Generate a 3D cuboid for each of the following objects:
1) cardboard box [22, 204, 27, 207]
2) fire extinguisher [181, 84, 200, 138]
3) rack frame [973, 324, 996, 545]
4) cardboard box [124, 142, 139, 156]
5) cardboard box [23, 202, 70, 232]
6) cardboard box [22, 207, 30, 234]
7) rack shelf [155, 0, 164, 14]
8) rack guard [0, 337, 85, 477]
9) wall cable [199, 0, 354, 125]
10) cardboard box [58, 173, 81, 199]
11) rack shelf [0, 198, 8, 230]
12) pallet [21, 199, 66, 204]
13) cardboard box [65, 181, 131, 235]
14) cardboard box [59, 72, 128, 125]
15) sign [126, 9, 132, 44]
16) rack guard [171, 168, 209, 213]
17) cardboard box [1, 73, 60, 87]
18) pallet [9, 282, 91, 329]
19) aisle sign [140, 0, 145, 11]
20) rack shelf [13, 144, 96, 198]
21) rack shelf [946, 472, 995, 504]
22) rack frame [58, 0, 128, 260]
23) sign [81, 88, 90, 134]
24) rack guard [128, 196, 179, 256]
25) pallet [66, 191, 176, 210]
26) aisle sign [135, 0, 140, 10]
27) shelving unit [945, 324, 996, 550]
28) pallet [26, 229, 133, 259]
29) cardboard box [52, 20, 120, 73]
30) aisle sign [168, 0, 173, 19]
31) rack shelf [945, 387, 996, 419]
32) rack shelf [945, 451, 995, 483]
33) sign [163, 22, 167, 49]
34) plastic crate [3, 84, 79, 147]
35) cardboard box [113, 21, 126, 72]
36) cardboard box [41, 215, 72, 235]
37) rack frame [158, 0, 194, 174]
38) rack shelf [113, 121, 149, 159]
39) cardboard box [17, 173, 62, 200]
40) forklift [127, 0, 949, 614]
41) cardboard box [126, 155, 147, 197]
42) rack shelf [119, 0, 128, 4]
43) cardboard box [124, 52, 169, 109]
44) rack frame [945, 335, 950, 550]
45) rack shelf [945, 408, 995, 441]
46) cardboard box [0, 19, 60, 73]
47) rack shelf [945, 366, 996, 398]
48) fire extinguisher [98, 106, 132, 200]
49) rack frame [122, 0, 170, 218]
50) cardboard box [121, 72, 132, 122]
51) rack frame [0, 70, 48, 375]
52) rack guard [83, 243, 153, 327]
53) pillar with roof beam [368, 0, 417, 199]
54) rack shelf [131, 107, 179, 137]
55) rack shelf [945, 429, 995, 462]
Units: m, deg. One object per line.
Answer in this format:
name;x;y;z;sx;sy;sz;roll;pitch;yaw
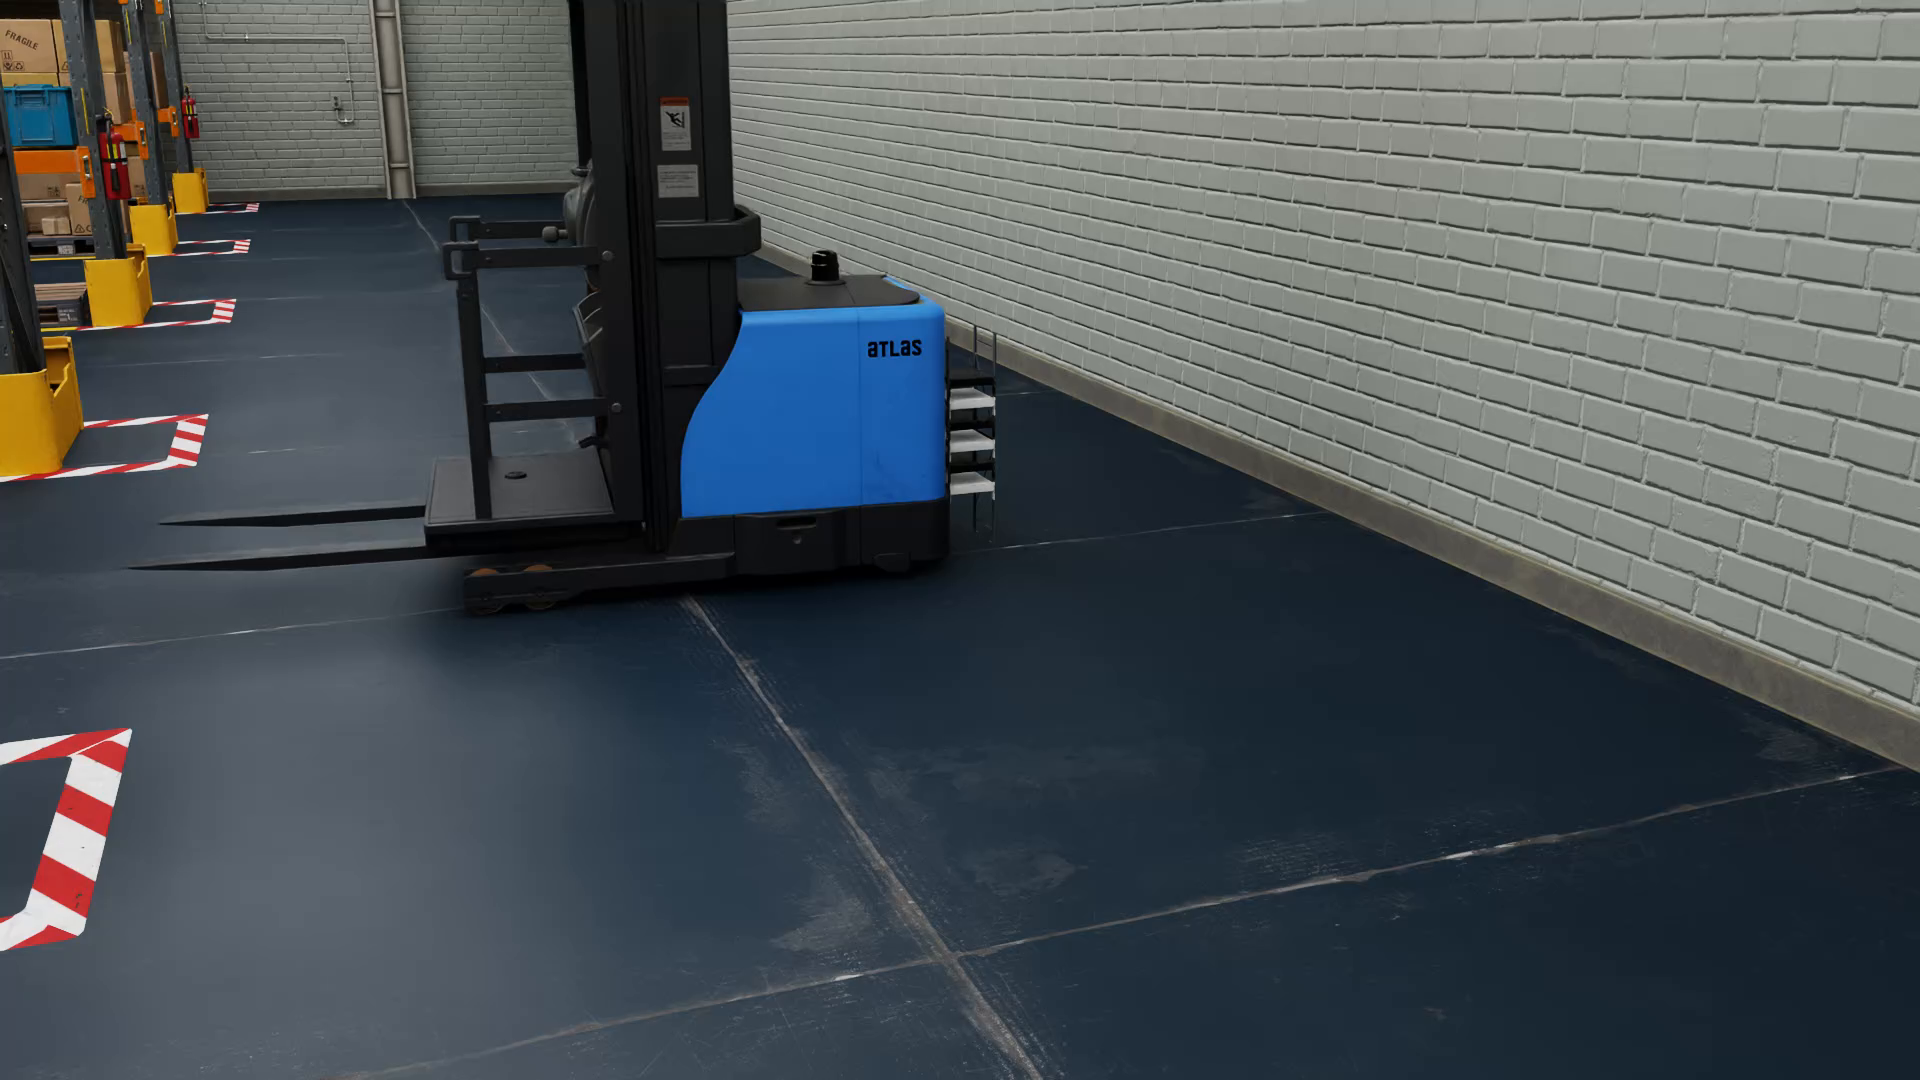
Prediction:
cardboard box;-9.939;-3.325;17.196;0.500;0.250;0.500;-6;17;-20
fire extinguisher;-9.866;-5.495;21.285;0.183;0.674;0.296;-6;17;-20
rack frame;0.103;-0.443;7.009;0.006;0.900;0.240;-6;17;-20
cardboard box;-10.745;-5.099;21.677;0.250;0.149;0.380;-6;17;-20
cardboard box;-9.472;-3.375;17.368;0.500;0.250;0.500;-6;17;-20
cardboard box;-9.713;-3.198;16.765;0.500;0.250;0.500;-6;17;-20
rack shelf;-12.040;-6.709;20.576;4.000;0.370;1.077;-6;17;-20
rack guard;-4.832;-0.710;8.630;0.348;0.500;1.175;-6;17;-20
wall cable;-9.315;-6.683;22.728;1.851;1.984;0.084;-6;17;-20
cardboard box;-11.257;-4.672;21.375;0.500;0.500;0.700;-6;17;-20
rack shelf;-6.722;-1.361;7.684;4.000;0.370;1.077;-6;17;-20
pallet;-12.028;-4.256;21.217;1.213;0.211;1.003;-6;17;-20
cardboard box;-8.816;-3.406;17.029;0.500;0.500;0.500;-6;17;-20
cardboard box;-8.717;-4.445;16.735;0.500;0.500;0.500;-6;17;-18
sign;-8.216;-5.073;16.435;0.005;0.325;0.100;-6;17;-20
rack guard;-10.150;-4.620;21.944;0.348;0.500;1.175;-6;17;-20
cardboard box;-9.200;-4.392;16.554;0.500;0.500;0.500;-6;17;-20
pallet;-7.411;-1.800;12.852;1.213;0.211;1.003;-6;17;-20
aisle sign;-8.437;-5.846;17.067;0.004;0.787;0.394;-6;17;-20
rack shelf;-8.495;-2.664;12.122;4.000;0.370;1.077;-6;17;-20
rack shelf;0.008;-0.228;7.034;0.200;0.077;0.258;-6;17;-20
rack frame;-6.627;-3.210;12.707;0.127;3.000;1.000;-6;17;-20
sign;-6.415;-3.146;12.197;0.005;0.325;0.100;-6;17;-20
rack guard;-8.467;-3.307;17.473;0.348;0.500;1.175;-6;17;-20
pallet;-10.891;-4.378;21.632;1.213;0.211;1.003;-6;17;-20
aisle sign;-8.223;-5.688;16.529;0.004;0.787;0.394;-6;17;-20
shelving unit;0.008;-0.433;6.974;0.210;0.900;0.258;-6;17;-20
pallet;-9.211;-3.088;17.239;1.213;0.211;1.003;-6;17;-20
cardboard box;-8.713;-4.925;16.592;0.500;0.500;0.500;-6;18;-21
aisle sign;-9.997;-6.993;20.973;0.004;0.787;0.394;-6;17;-20
rack shelf;0.008;-0.573;6.933;0.200;0.077;0.258;-6;17;-20
rack shelf;0.008;-0.314;7.009;0.200;0.077;0.258;-6;17;-20
sign;-9.991;-6.342;20.896;0.005;0.325;0.100;-6;17;-20
plastic crate;-6.873;-3.173;12.412;0.499;0.435;0.616;-6;17;-20
cardboard box;-8.905;-5.066;17.076;0.500;0.500;0.500;-6;17;-18
cardboard box;-9.226;-3.229;17.018;0.250;0.166;0.380;-6;17;-20
rack frame;-10.172;-5.817;21.584;0.127;3.000;1.000;-6;17;-20
rack shelf;-10.264;-3.967;16.561;4.000;0.370;1.077;-6;17;-20
cardboard box;-11.727;-4.621;21.202;0.500;0.500;0.700;-7;18;-22
forklift;-1.619;-1.296;6.310;3.031;2.935;1.130;-4;17;-15
cardboard box;-10.790;-4.722;21.547;0.500;0.500;0.700;-6;17;-20
rack shelf;-10.264;-5.407;16.139;4.000;0.370;1.077;-6;17;-20
cardboard box;-10.645;-5.907;21.357;0.700;0.700;0.980;-5;17;-18
rack frame;-0.087;-0.422;6.939;0.006;0.900;0.240;-6;17;-20
rack shelf;0.008;-0.487;6.958;0.200;0.077;0.258;-6;17;-20
cardboard box;-9.185;-4.873;16.418;0.500;0.500;0.500;-6;17;-19
rack shelf;0.008;-0.660;6.908;0.200;0.077;0.258;-6;17;-20
fire extinguisher;-6.324;-2.890;12.415;0.183;0.674;0.296;-6;17;-20
rack frame;-8.396;-4.514;17.147;0.127;3.000;1.000;-6;17;-20
cardboard box;-8.905;-4.587;17.216;0.500;0.500;0.500;-6;17;-19
rack frame;-4.855;-1.907;8.270;0.127;3.000;1.000;-6;17;-20
rack guard;-6.609;-2.017;13.079;0.348;0.500;1.175;-6;17;-20
pillar with roof beam;-6.420;-8.063;18.583;0.400;9.000;9.100;-6;17;-20
rack shelf;-12.040;-5.270;20.998;4.000;0.370;1.077;-6;17;-20
rack shelf;0.008;-0.401;6.984;0.200;0.077;0.258;-6;17;-20
